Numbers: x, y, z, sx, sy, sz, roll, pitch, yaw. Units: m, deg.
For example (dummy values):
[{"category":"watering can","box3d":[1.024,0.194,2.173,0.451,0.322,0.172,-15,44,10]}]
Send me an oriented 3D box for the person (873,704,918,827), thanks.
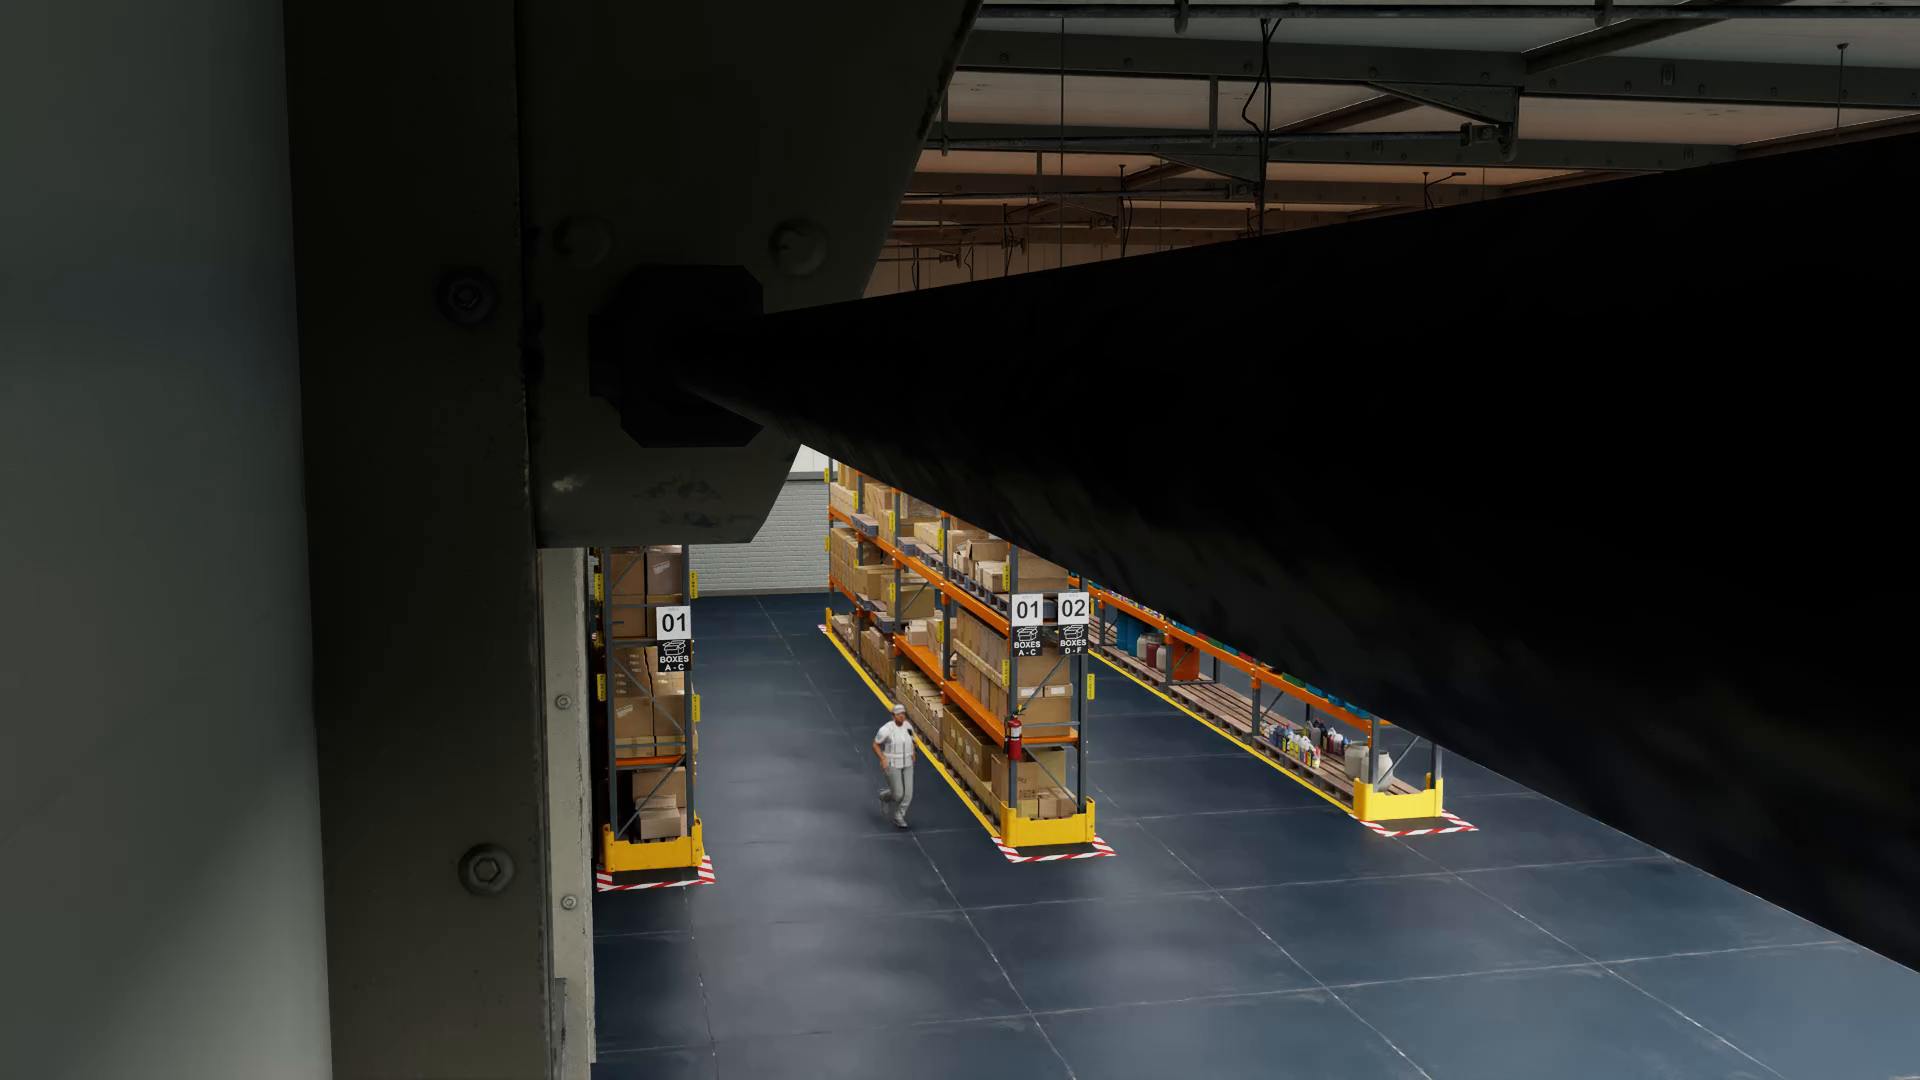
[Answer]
[{"category":"person","box3d":[-0.804,2.955,21.801,0.607,1.602,0.551,-4,8,-28]}]
